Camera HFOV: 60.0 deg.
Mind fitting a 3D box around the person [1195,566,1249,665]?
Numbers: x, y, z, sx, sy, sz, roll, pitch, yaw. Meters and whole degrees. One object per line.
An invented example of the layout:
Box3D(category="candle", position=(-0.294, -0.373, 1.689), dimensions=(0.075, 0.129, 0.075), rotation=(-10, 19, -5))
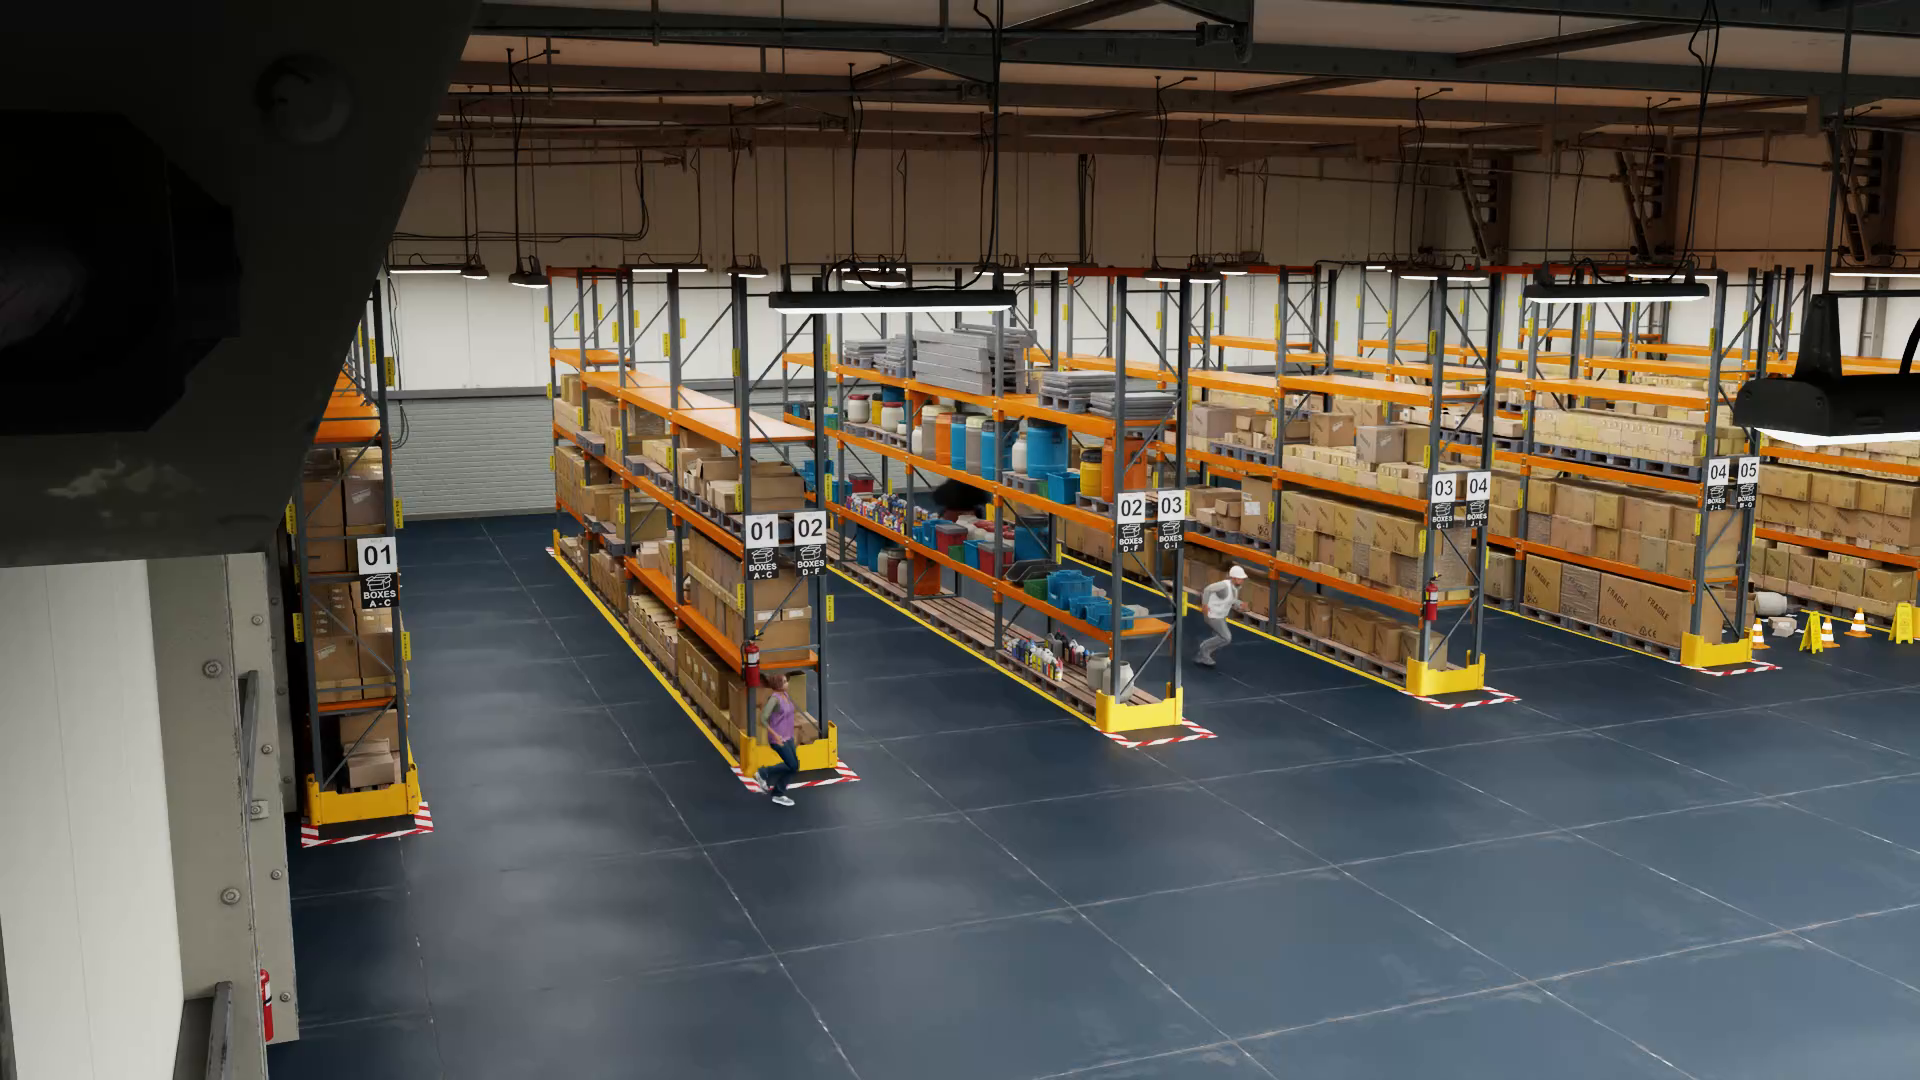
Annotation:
Box3D(category="person", position=(3.964, 1.165, 25.296), dimensions=(0.868, 1.603, 0.685), rotation=(7, 12, 36))

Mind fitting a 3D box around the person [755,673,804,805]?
Box3D(category="person", position=(-2.078, 2.287, 19.130), dimensions=(0.547, 1.562, 0.546), rotation=(3, 10, 16))
